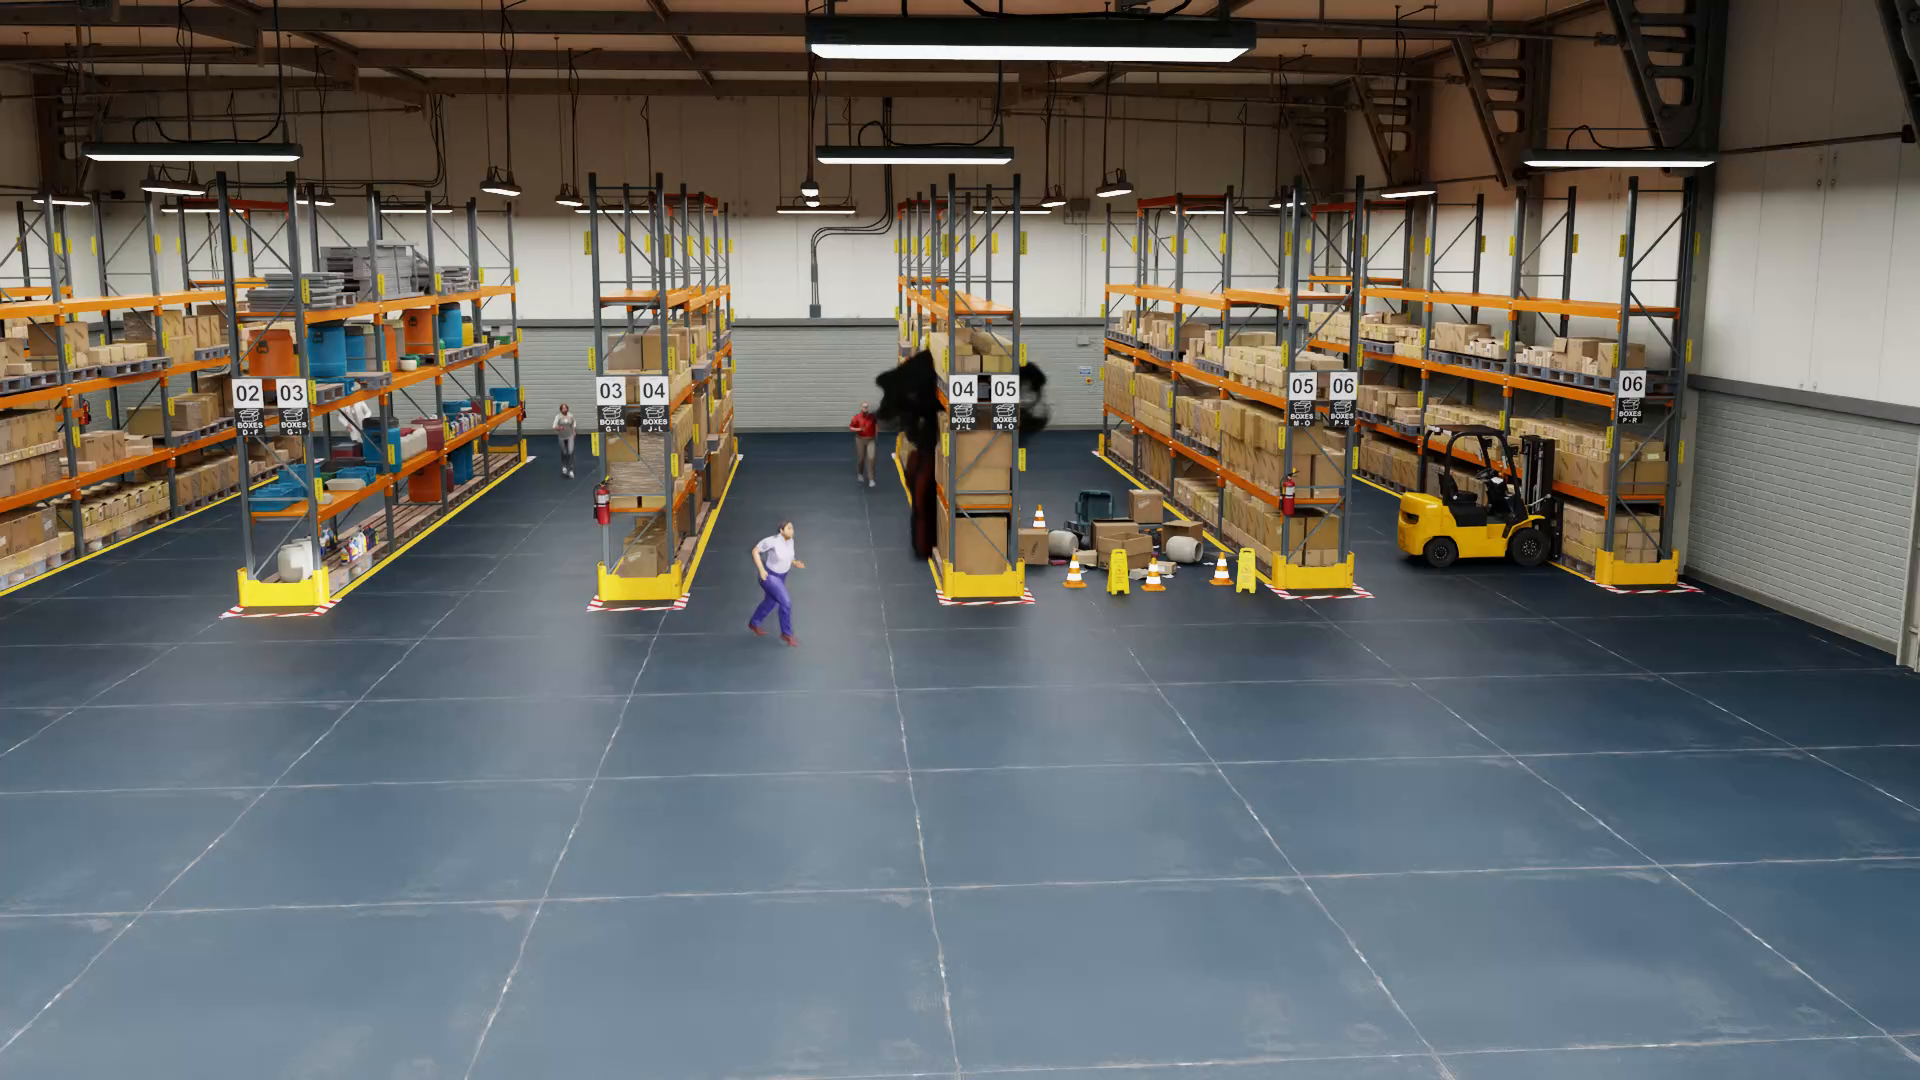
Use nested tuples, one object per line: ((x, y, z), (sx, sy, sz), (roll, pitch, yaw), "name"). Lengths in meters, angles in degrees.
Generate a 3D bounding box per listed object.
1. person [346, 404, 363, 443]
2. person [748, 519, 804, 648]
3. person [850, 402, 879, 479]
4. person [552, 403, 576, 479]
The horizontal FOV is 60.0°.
((-13.950, -2.576, 38.466), (0.729, 1.690, 0.682), (-3, 11, -18), "person")
((-2.396, 0.532, 21.186), (0.907, 1.629, 0.597), (6, 12, 29), "person")
((-2.011, -2.115, 35.232), (0.654, 1.619, 0.800), (-2, 10, -12), "person")
((-8.654, -2.193, 36.444), (0.532, 1.628, 0.757), (-3, 10, -16), "person")
